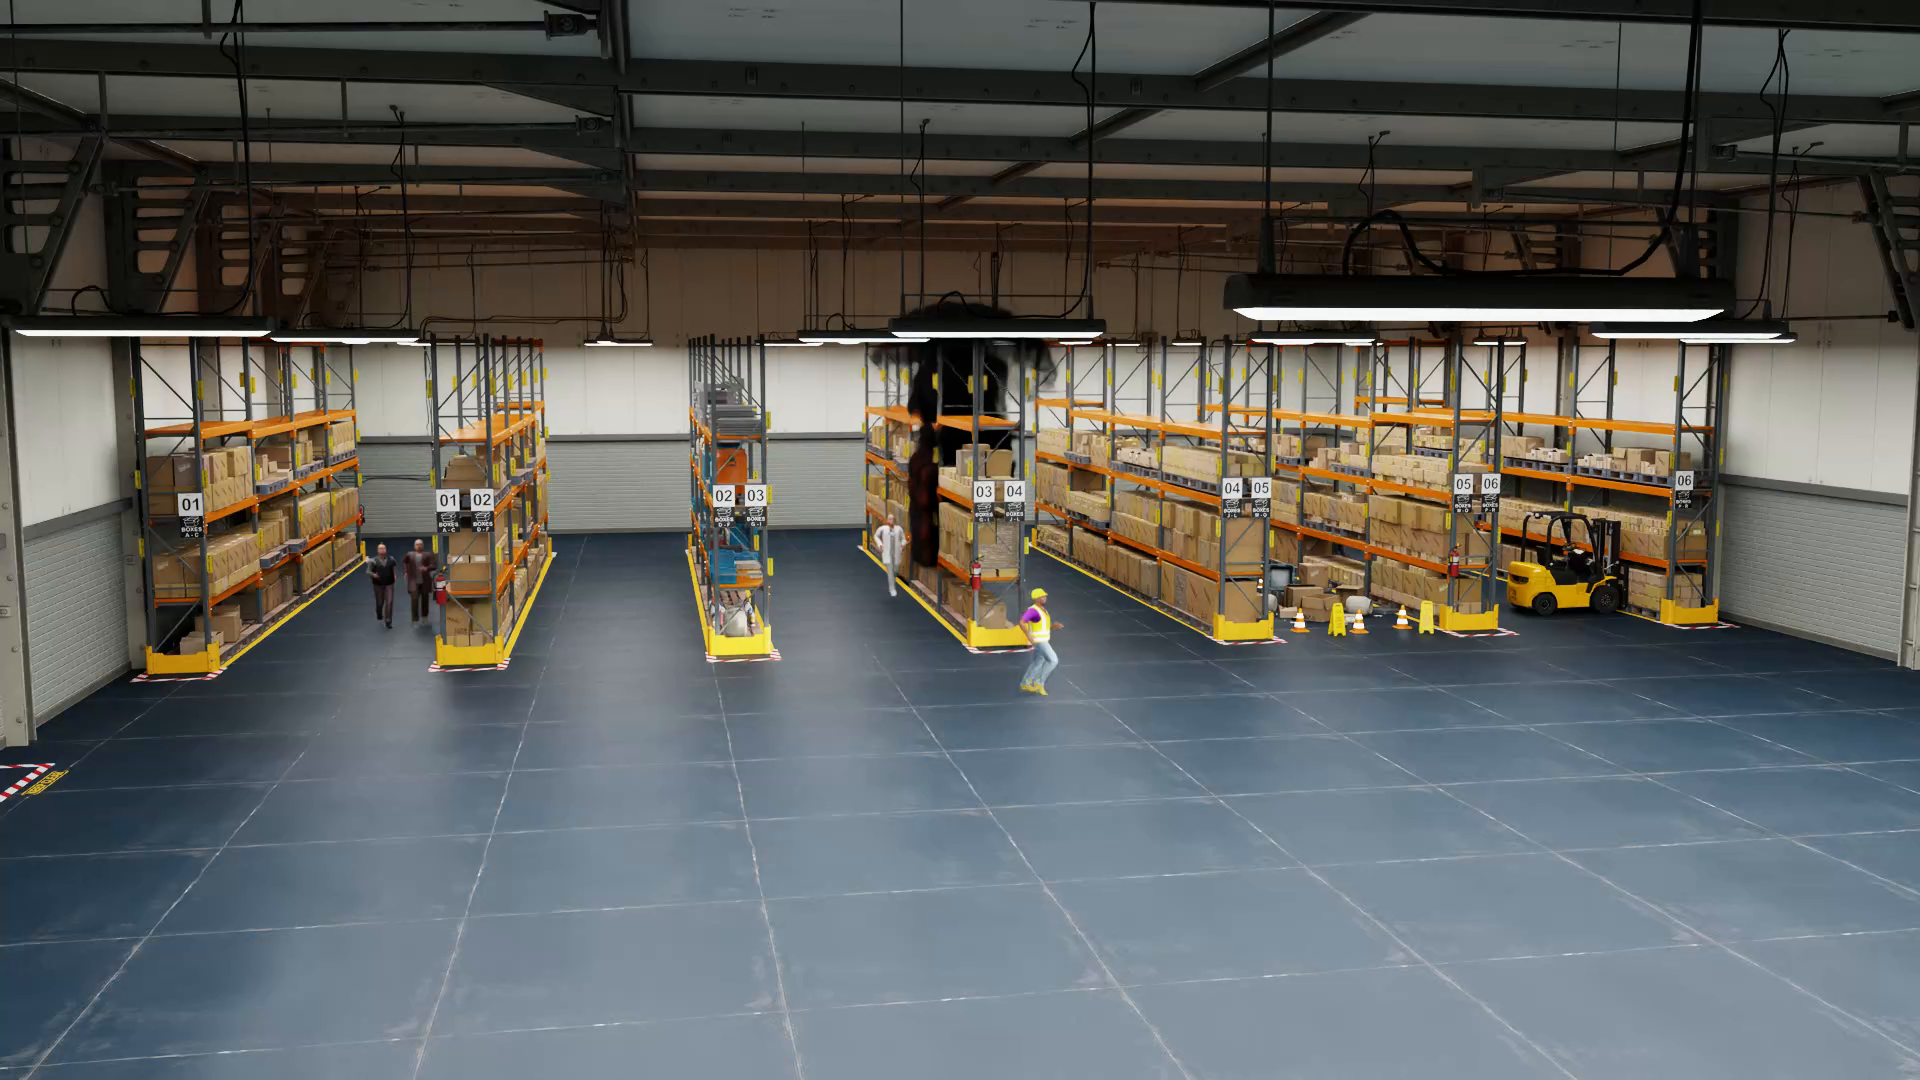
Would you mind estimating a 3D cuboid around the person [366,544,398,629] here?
[{"bbox_3d":[-11.899,0.940,34.324,0.663,1.718,0.931,-3,7,-26],"label":"person"}]

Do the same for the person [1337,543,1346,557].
[{"bbox_3d":[10.031,-0.135,44.170,0.597,1.601,0.550,-1,7,-12],"label":"person"}]

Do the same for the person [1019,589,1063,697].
[{"bbox_3d":[1.343,1.697,27.575,0.720,1.785,0.672,1,7,11],"label":"person"}]

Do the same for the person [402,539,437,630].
[{"bbox_3d":[-11.132,0.887,34.297,0.690,1.809,0.956,-2,7,-18],"label":"person"}]

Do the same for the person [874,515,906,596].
[{"bbox_3d":[-1.548,0.320,37.130,0.711,1.783,0.899,-2,7,-13],"label":"person"}]
